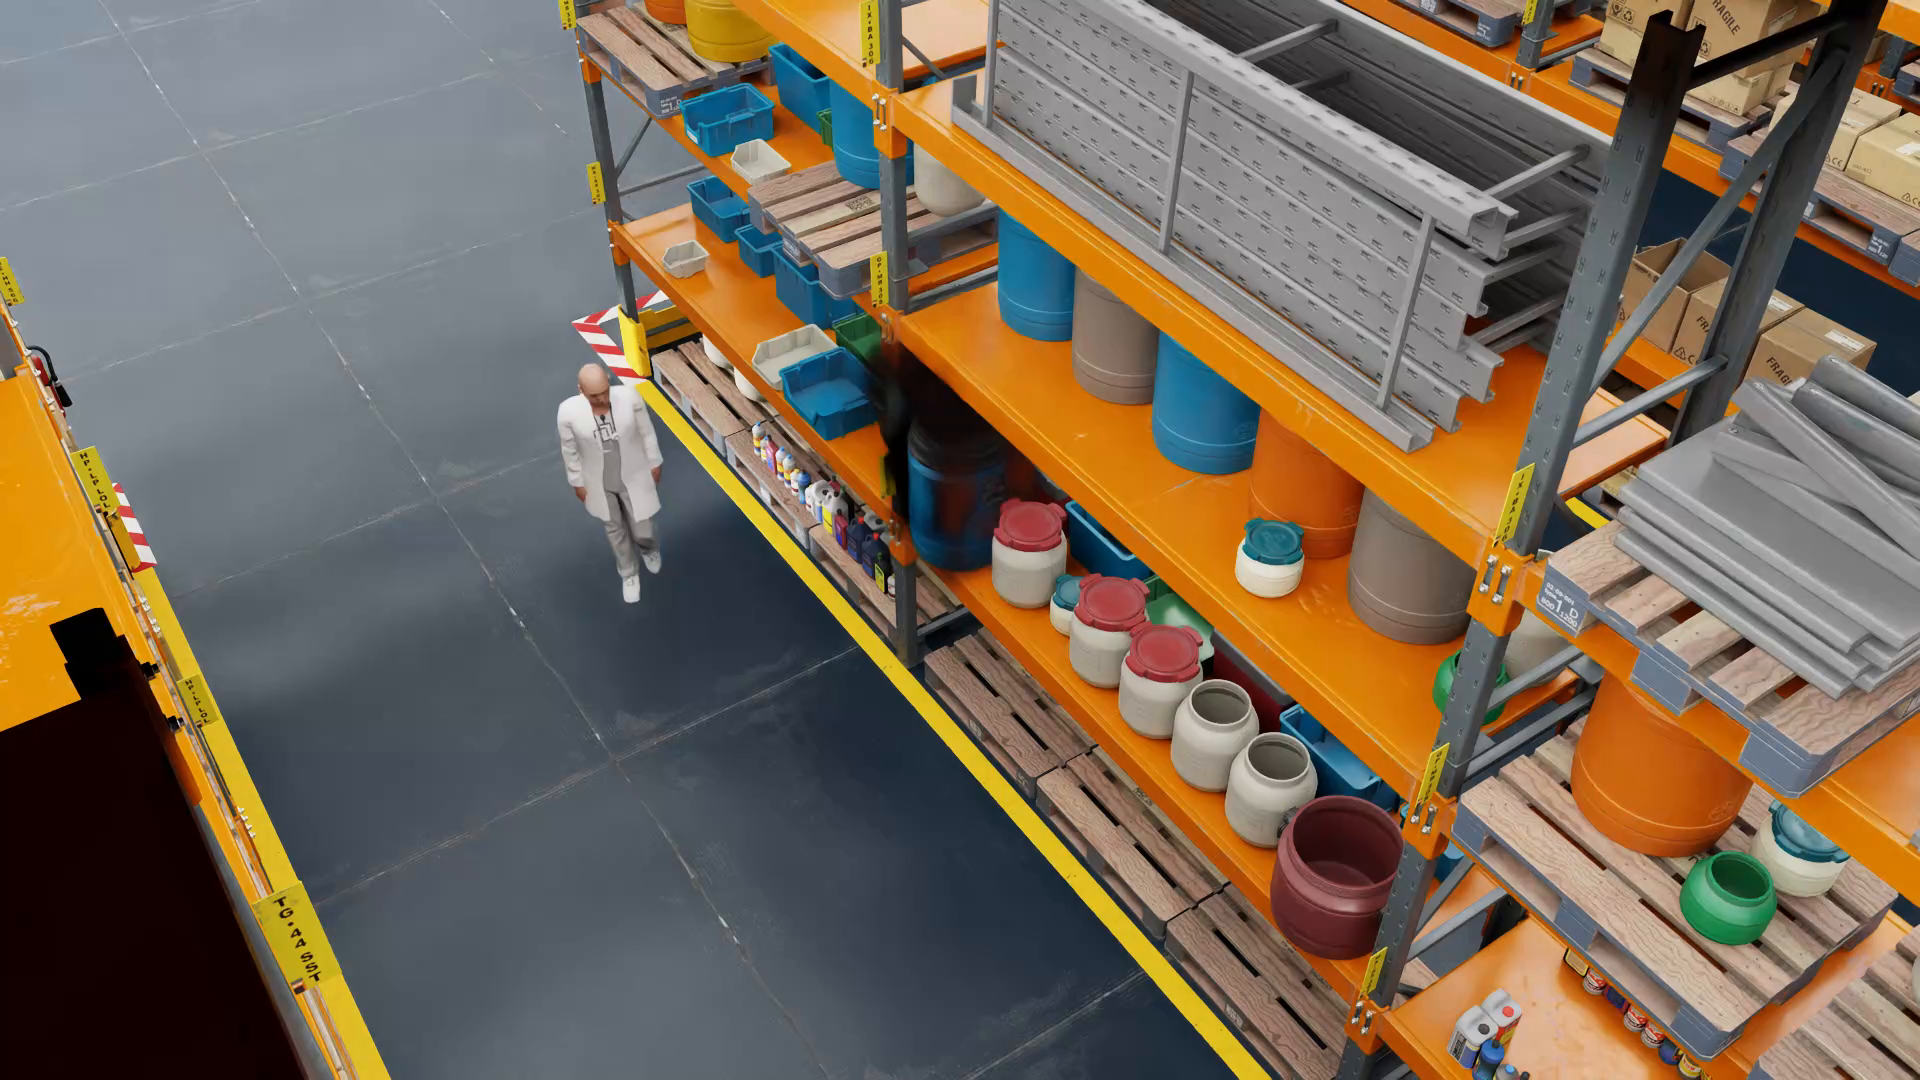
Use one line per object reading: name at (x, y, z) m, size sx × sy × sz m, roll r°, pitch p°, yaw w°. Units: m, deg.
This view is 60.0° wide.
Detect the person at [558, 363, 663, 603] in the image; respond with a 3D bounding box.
person at (-2.158, -0.383, 10.439) m, size 0.584 × 1.824 × 0.541 m, roll -1°, pitch 43°, yaw -1°
